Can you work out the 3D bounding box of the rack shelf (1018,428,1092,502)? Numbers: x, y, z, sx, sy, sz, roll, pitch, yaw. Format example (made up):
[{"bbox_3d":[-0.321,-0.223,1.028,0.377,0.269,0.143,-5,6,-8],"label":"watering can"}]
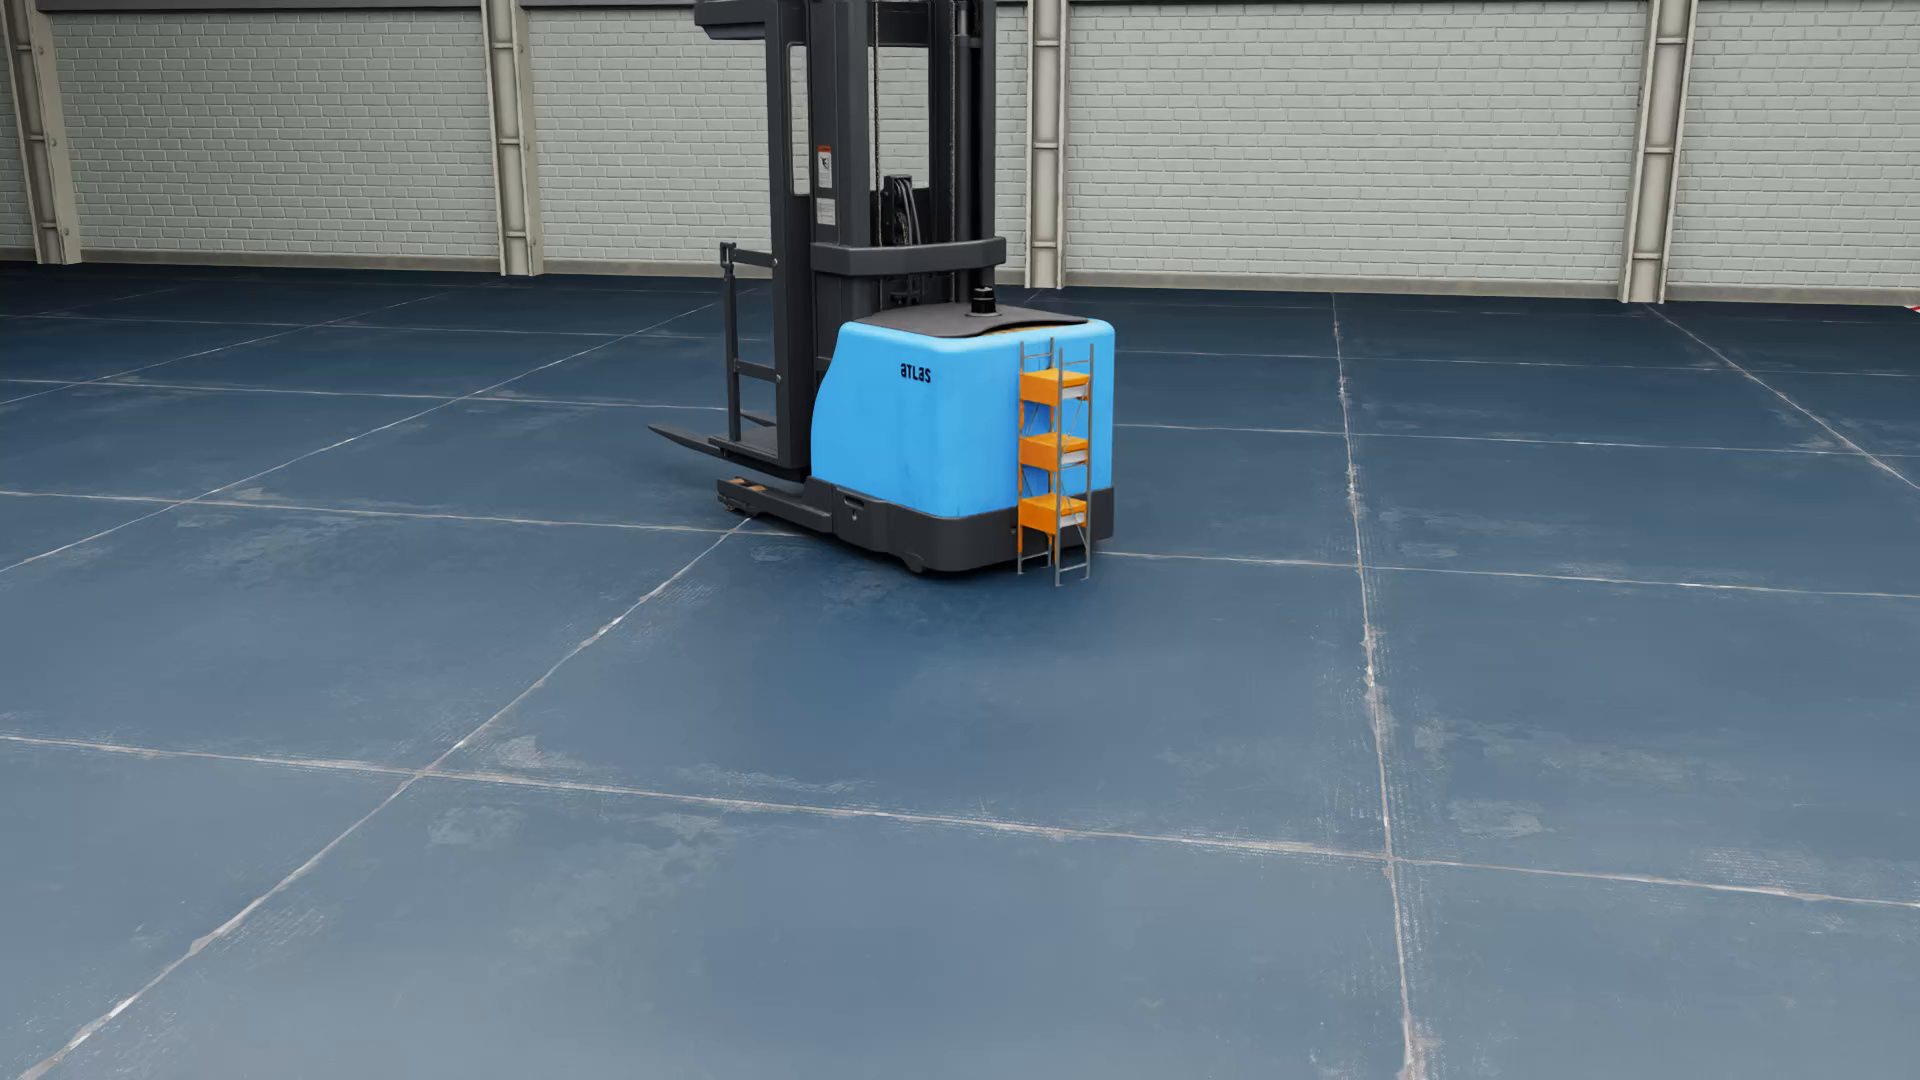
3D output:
[{"bbox_3d":[0.414,-0.330,7.258,0.215,0.259,0.240,-13,20,-39],"label":"rack shelf"}]

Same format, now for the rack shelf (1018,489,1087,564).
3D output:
[{"bbox_3d":[0.414,-0.062,7.332,0.215,0.259,0.240,-13,20,-39],"label":"rack shelf"}]

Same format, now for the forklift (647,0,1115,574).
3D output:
[{"bbox_3d":[-0.591,-1.596,8.263,1.130,2.935,3.031,-12,20,-37],"label":"forklift"}]

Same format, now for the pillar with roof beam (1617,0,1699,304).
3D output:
[{"bbox_3d":[5.932,-5.595,11.332,0.400,9.000,9.100,3,16,11],"label":"pillar with roof beam"}]

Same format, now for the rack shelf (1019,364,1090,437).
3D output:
[{"bbox_3d":[0.414,-0.604,7.182,0.215,0.259,0.240,-13,20,-39],"label":"rack shelf"}]

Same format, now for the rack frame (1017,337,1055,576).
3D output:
[{"bbox_3d":[0.335,-0.365,7.344,0.200,1.050,0.008,-13,20,-39],"label":"rack frame"}]

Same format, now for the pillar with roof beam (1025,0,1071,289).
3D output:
[{"bbox_3d":[0.052,-5.914,12.484,0.400,9.000,9.100,3,16,11],"label":"pillar with roof beam"}]

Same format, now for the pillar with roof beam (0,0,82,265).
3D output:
[{"bbox_3d":[-11.707,-6.552,14.789,0.400,9.000,9.100,3,16,11],"label":"pillar with roof beam"}]

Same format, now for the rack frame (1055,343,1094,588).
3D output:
[{"bbox_3d":[0.494,-0.316,7.165,0.200,1.050,0.008,-13,20,-39],"label":"rack frame"}]

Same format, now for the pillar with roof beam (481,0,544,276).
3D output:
[{"bbox_3d":[-5.827,-6.233,13.637,0.400,9.000,9.100,3,16,11],"label":"pillar with roof beam"}]

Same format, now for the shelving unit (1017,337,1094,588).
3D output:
[{"bbox_3d":[0.414,-0.341,7.255,0.215,1.050,0.252,-13,20,-39],"label":"shelving unit"}]
